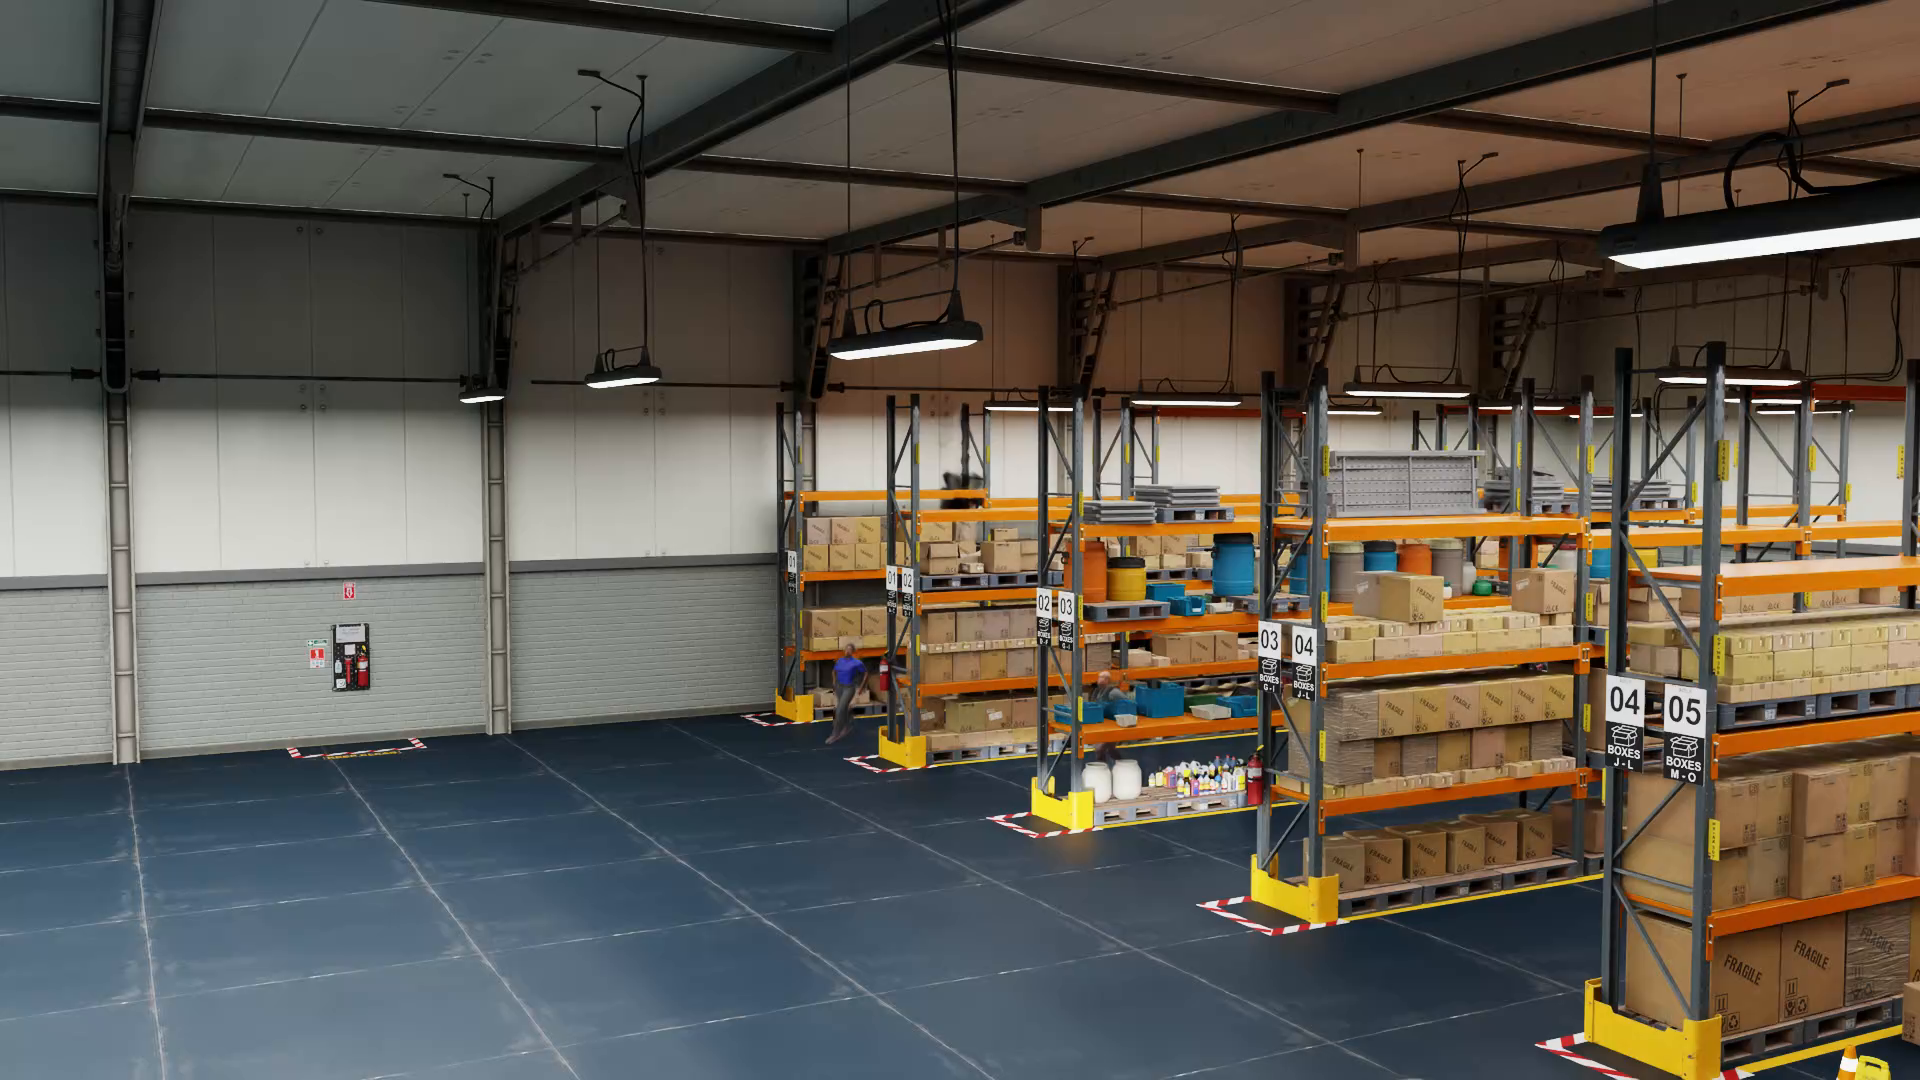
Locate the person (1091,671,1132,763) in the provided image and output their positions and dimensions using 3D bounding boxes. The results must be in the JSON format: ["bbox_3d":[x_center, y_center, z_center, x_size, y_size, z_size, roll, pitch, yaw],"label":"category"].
[{"bbox_3d":[2.286,2.877,25.324,0.903,1.776,0.662,-2,4,-32],"label":"person"}]

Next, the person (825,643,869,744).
[{"bbox_3d":[-1.904,2.568,28.041,0.654,1.666,0.827,2,4,33],"label":"person"}]
